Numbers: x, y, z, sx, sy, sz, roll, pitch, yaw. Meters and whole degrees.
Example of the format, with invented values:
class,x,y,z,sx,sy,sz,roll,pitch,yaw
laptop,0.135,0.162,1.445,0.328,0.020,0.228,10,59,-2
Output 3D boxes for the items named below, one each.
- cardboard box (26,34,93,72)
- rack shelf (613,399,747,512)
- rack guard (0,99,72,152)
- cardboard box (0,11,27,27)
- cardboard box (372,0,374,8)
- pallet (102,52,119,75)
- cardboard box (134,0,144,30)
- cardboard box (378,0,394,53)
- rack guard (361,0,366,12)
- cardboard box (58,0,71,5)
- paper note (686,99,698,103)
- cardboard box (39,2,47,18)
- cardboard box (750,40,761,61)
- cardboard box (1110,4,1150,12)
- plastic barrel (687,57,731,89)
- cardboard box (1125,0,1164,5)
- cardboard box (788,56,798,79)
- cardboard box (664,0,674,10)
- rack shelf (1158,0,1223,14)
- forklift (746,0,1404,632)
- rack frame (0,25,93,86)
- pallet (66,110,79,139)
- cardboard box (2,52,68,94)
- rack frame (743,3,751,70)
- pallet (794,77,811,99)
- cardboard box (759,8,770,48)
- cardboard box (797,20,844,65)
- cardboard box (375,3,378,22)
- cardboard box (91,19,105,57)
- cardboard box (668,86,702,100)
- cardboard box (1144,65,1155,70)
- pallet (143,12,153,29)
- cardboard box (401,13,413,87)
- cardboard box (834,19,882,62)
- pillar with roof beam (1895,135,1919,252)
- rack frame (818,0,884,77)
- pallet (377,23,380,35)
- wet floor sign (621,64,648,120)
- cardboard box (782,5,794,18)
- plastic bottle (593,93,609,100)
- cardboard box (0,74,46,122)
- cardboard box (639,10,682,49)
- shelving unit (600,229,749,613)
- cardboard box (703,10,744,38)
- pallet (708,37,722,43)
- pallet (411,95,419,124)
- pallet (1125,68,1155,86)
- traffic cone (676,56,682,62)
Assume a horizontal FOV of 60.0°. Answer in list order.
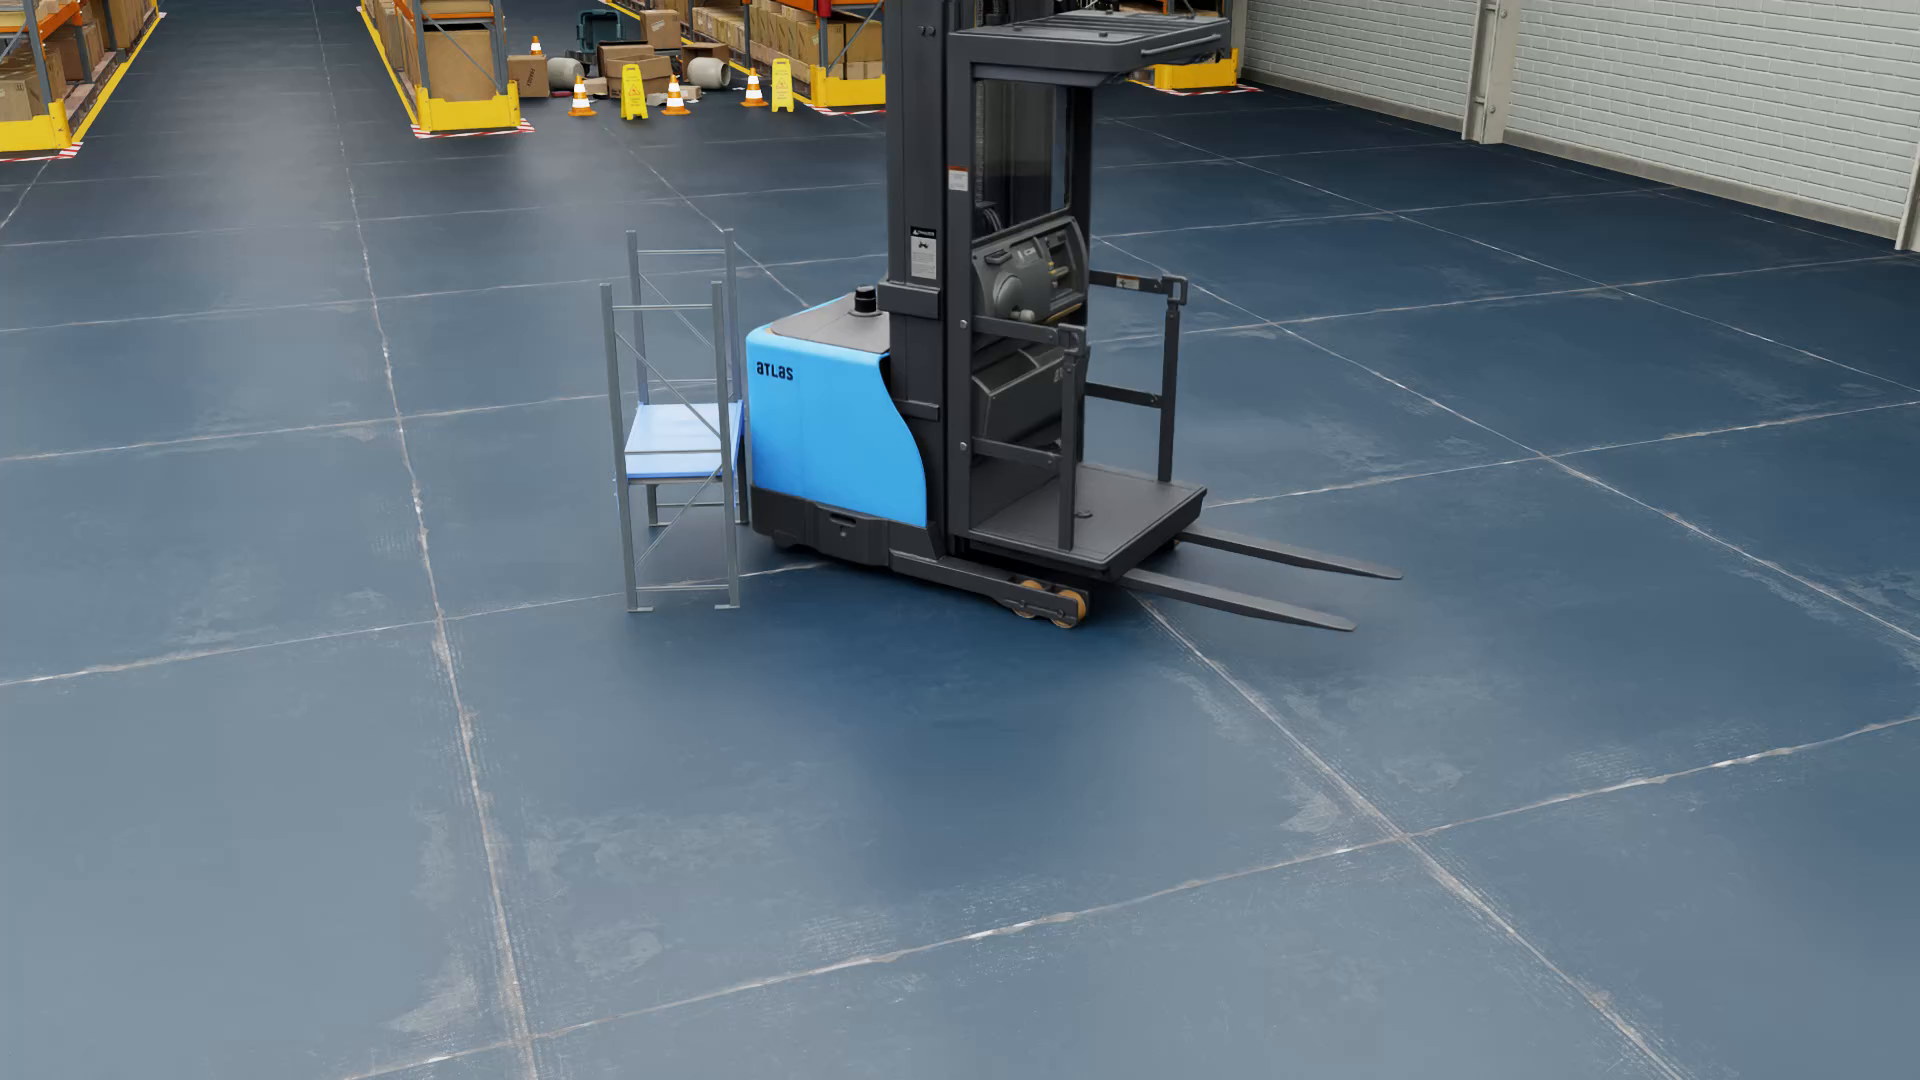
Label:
class,x,y,z,sx,sy,sz,roll,pitch,yaw
cardboard box,-12.364,-6.655,22.828,0.700,0.500,0.500,-8,24,-19
rack shelf,-1.285,-0.410,7.754,0.538,0.185,1.000,-2,23,-4
rack guard,-10.630,-4.624,18.577,1.175,0.500,0.348,-8,24,-19
cardboard box,-10.481,-5.769,18.399,0.380,0.149,0.250,-8,24,-19
cardboard box,-10.575,-9.840,30.481,0.380,0.149,0.250,-8,24,-18
pallet,-13.155,-7.086,24.791,1.003,0.211,1.213,-8,24,-19
cardboard box,-14.598,-9.093,28.157,1.225,0.875,0.875,-8,24,-19
cardboard box,-8.310,-7.905,25.499,1.050,0.750,0.750,-8,24,-18
rack guard,-11.553,-11.026,33.767,1.175,0.500,0.348,-8,24,-19
cardboard box,-11.361,-6.781,20.801,0.380,0.149,0.250,-8,24,-19
paper note,-3.528,-5.810,21.996,0.148,0.019,0.142,-18,29,-37
cardboard box,-10.815,-6.135,19.267,0.380,0.149,0.250,-8,24,-19
cardboard box,-2.789,-7.237,24.557,0.500,0.250,0.500,-10,25,-21
cardboard box,2.482,-7.669,24.295,0.500,0.250,0.500,-8,24,-18
plastic barrel,-3.478,-6.464,23.041,0.512,0.421,0.421,8,24,18
cardboard box,2.796,-7.930,24.914,0.500,0.250,0.500,-9,24,-20
cardboard box,-2.045,-6.481,22.763,0.500,0.250,0.500,-8,24,-19
cardboard box,-4.951,-10.141,30.644,0.875,0.875,0.875,-8,24,-17
rack shelf,2.604,-8.186,24.735,1.077,0.370,4.000,-8,24,-19
forklift,0.497,-1.196,7.315,3.031,2.935,1.130,14,26,29
rack frame,-12.016,-7.202,21.475,1.000,3.000,0.127,-8,24,-19
pallet,-10.884,-4.791,19.345,1.003,0.211,1.213,-8,24,-19
cardboard box,-11.703,-5.886,21.030,0.500,0.500,0.500,-1,23,-2
rack frame,-2.745,-8.561,24.701,1.000,3.000,0.127,-8,24,-19
pallet,-1.613,-6.151,22.571,1.003,0.211,1.213,-8,24,-19
cardboard box,-2.589,-7.389,23.953,0.500,0.500,0.500,-7,24,-17
cardboard box,-1.859,-6.635,22.165,0.500,0.500,0.500,-8,24,-19
cardboard box,-9.965,-9.297,29.124,0.500,0.500,0.500,-7,24,-17
cardboard box,-13.174,-7.465,24.752,0.700,0.500,0.500,-10,25,-22
cardboard box,-3.685,-5.993,22.278,0.380,0.149,0.250,4,23,9
cardboard box,2.849,-6.844,23.626,0.500,0.250,0.500,-8,24,-19
pallet,-15.473,-9.555,30.647,1.003,0.211,1.213,-8,24,-19
cardboard box,-6.862,-6.495,21.993,0.875,0.875,0.875,-8,24,-19
cardboard box,-1.367,-6.720,22.365,0.500,0.500,0.500,-9,25,-21
pillar with roof beam,4.119,-5.981,10.854,9.100,9.000,0.400,-8,24,-19
rack frame,-1.332,-7.108,21.252,1.000,3.000,0.127,-8,24,-19
pallet,-9.890,-9.185,29.770,1.003,0.211,1.213,-8,24,-19
wet floor sign,-4.065,-5.568,20.631,0.267,0.644,0.232,-13,26,-28
cardboard box,-2.229,-7.246,22.779,0.380,0.149,0.250,-7,24,-17
plastic bottle,-4.834,-5.960,22.312,0.133,0.061,0.283,-18,29,-37
cardboard box,-10.808,-5.019,18.974,0.500,0.500,0.500,-4,23,-9
cardboard box,-4.400,-7.503,24.434,0.500,0.500,0.500,-8,24,-19
shelving unit,-1.285,-0.575,7.684,0.538,1.500,1.048,-2,23,-4
cardboard box,-3.700,-8.524,27.454,0.950,0.372,0.625,-9,24,-20
pallet,-3.456,-8.003,26.967,1.003,0.211,1.213,-8,24,-19
pallet,-6.283,-5.387,20.759,1.003,0.211,1.213,-8,24,-19
pallet,3.001,-6.778,24.059,1.003,0.211,1.213,-8,24,-19
traffic cone,-4.493,-7.651,25.807,0.336,0.463,0.334,-8,24,-19
